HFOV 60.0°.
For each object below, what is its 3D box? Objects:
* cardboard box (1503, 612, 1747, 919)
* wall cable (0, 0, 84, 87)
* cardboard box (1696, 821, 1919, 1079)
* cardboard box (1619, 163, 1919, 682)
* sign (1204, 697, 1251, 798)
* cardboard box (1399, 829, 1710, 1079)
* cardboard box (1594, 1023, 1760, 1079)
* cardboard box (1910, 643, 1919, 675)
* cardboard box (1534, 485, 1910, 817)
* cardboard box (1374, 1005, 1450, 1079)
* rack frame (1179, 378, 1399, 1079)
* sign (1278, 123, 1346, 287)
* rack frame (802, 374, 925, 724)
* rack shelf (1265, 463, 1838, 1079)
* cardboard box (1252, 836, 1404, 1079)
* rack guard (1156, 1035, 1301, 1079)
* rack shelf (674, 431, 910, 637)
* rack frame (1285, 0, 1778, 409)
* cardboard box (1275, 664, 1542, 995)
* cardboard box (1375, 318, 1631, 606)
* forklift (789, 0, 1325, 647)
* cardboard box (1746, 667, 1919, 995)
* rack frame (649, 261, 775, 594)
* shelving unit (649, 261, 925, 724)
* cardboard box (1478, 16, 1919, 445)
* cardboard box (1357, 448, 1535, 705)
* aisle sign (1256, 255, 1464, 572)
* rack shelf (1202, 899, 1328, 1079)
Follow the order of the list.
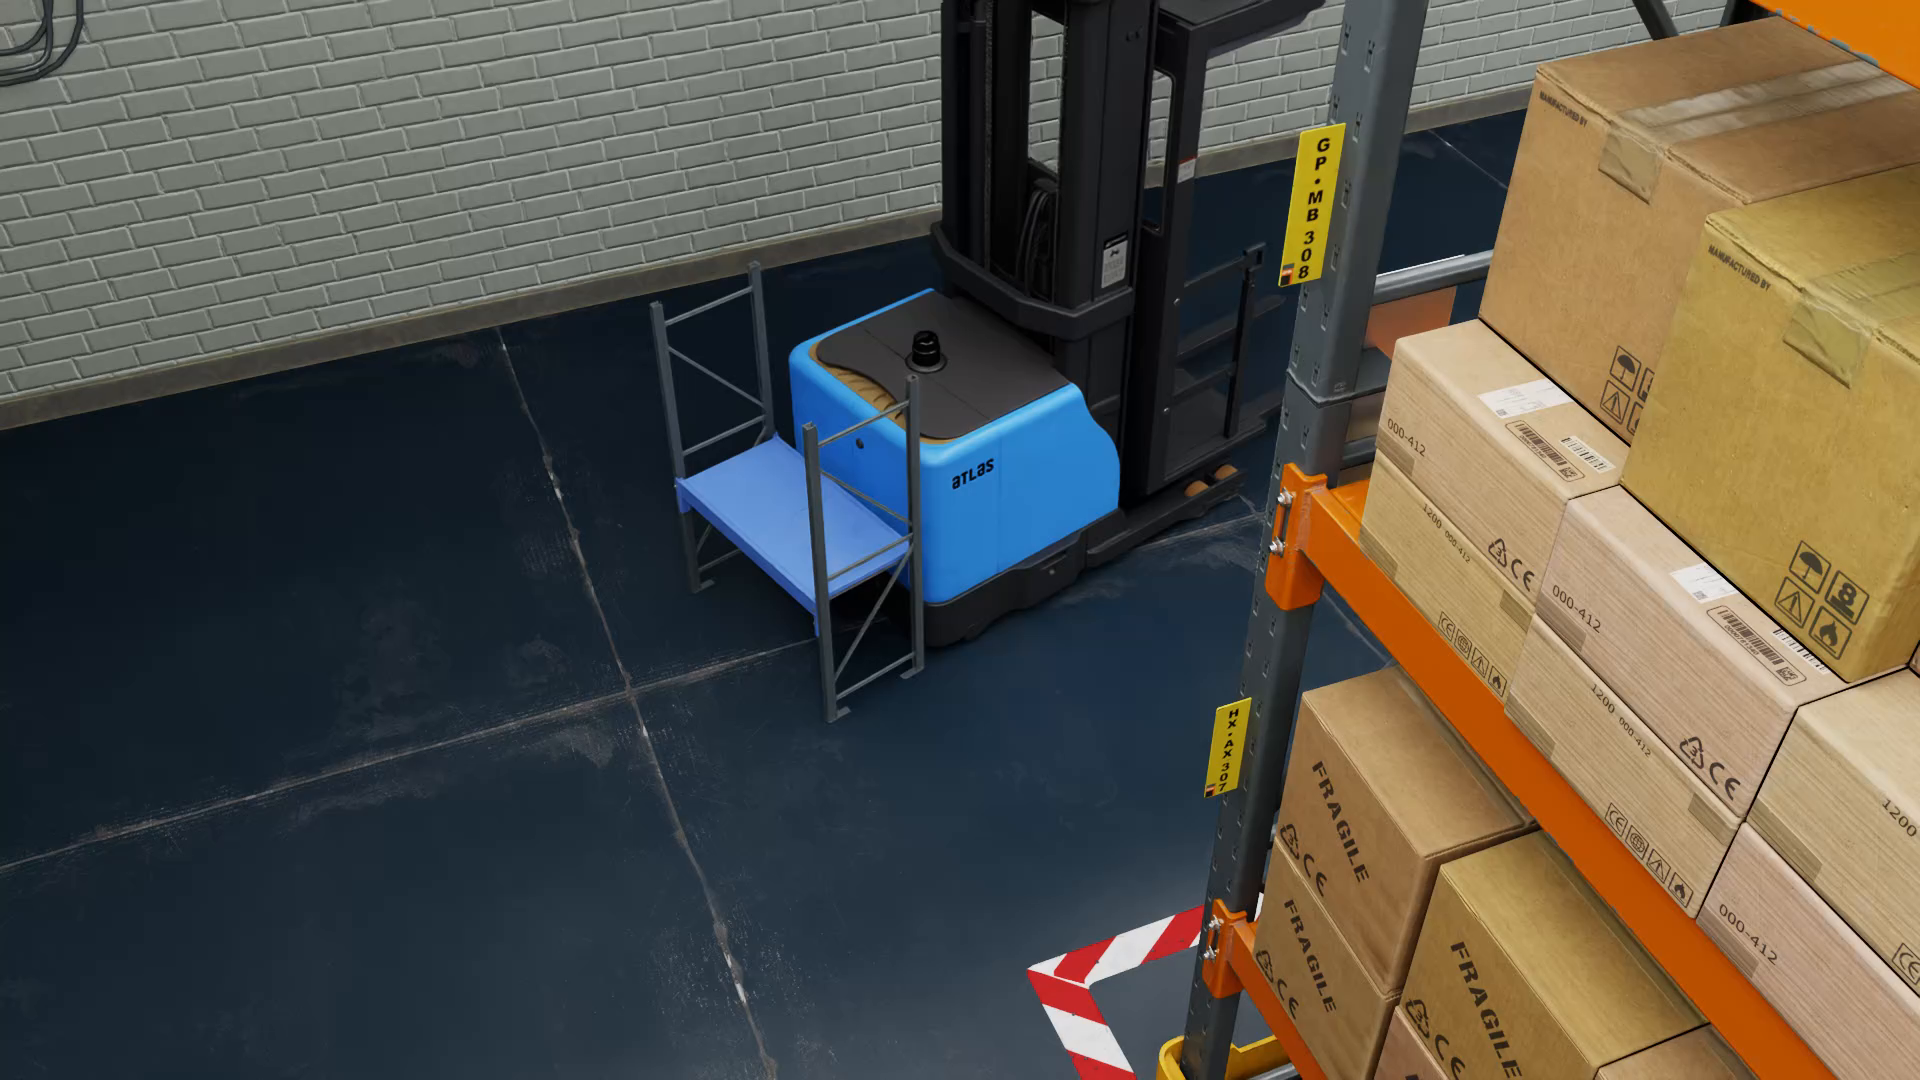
[{"bbox_3d":[1.305,0.305,2.828,0.500,0.250,0.500,-15,43,-17],"label":"cardboard box"},{"bbox_3d":[-5.245,-2.647,6.227,3.097,2.526,0.112,-15,43,-17],"label":"wall cable"},{"bbox_3d":[1.498,0.606,2.478,0.500,0.250,0.500,-15,43,-17],"label":"cardboard box"},{"bbox_3d":[1.489,-0.219,2.478,0.700,0.500,0.500,-15,43,-17],"label":"cardboard box"},{"bbox_3d":[0.663,0.515,4.105,0.100,0.325,0.005,-15,43,-17],"label":"sign"},{"bbox_3d":[1.297,0.937,3.435,0.500,0.500,0.500,-15,43,-16],"label":"cardboard box"},{"bbox_3d":[1.484,1.240,3.083,0.500,0.500,0.500,-15,43,-16],"label":"cardboard box"},{"bbox_3d":[1.779,0.056,2.159,0.700,0.500,0.500,-15,43,-17],"label":"cardboard box"},{"bbox_3d":[1.305,0.115,2.665,0.500,0.250,0.500,-15,43,-17],"label":"cardboard box"},{"bbox_3d":[1.292,1.313,3.765,0.500,0.500,0.500,-16,43,-17],"label":"cardboard box"},{"bbox_3d":[1.164,0.708,4.545,1.000,3.000,0.127,-15,43,-17],"label":"rack frame"},{"bbox_3d":[0.663,-0.625,3.124,0.100,0.325,0.005,-15,43,-17],"label":"sign"},{"bbox_3d":[-0.352,0.072,6.435,0.500,1.500,0.032,-28,48,-29],"label":"rack frame"},{"bbox_3d":[1.929,1.048,2.400,1.077,0.370,4.000,-15,43,-17],"label":"rack shelf"},{"bbox_3d":[1.090,1.003,4.125,0.500,0.500,0.500,-14,43,-16],"label":"cardboard box"},{"bbox_3d":[1.193,1.702,5.306,1.175,0.500,0.348,-15,43,-17],"label":"rack guard"},{"bbox_3d":[-0.677,-0.047,6.849,0.538,0.185,1.000,-28,48,-29],"label":"rack shelf"},{"bbox_3d":[1.164,-1.567,2.589,1.000,3.000,0.127,-15,43,-17],"label":"rack frame"},{"bbox_3d":[1.090,0.624,3.799,0.500,0.500,0.500,-14,43,-16],"label":"cardboard box"},{"bbox_3d":[1.120,-0.187,3.017,0.500,0.250,0.500,-15,43,-17],"label":"cardboard box"},{"bbox_3d":[0.729,-1.462,7.121,3.031,2.935,1.130,-28,48,-28],"label":"forklift"},{"bbox_3d":[1.502,0.415,2.316,0.500,0.250,0.500,-15,43,-17],"label":"cardboard box"},{"bbox_3d":[-1.001,-0.439,7.028,0.500,1.500,0.032,-28,48,-29],"label":"rack frame"},{"bbox_3d":[-0.677,-0.183,6.732,0.538,1.500,1.048,-28,48,-29],"label":"shelving unit"},{"bbox_3d":[1.376,-0.541,2.853,0.700,0.500,0.500,-15,43,-17],"label":"cardboard box"},{"bbox_3d":[1.126,0.001,3.182,0.500,0.250,0.500,-15,43,-17],"label":"cardboard box"},{"bbox_3d":[0.867,-0.245,3.660,0.394,0.787,0.004,-15,43,-17],"label":"aisle sign"},{"bbox_3d":[1.929,2.186,3.378,1.077,0.370,4.000,-15,43,-17],"label":"rack shelf"}]
